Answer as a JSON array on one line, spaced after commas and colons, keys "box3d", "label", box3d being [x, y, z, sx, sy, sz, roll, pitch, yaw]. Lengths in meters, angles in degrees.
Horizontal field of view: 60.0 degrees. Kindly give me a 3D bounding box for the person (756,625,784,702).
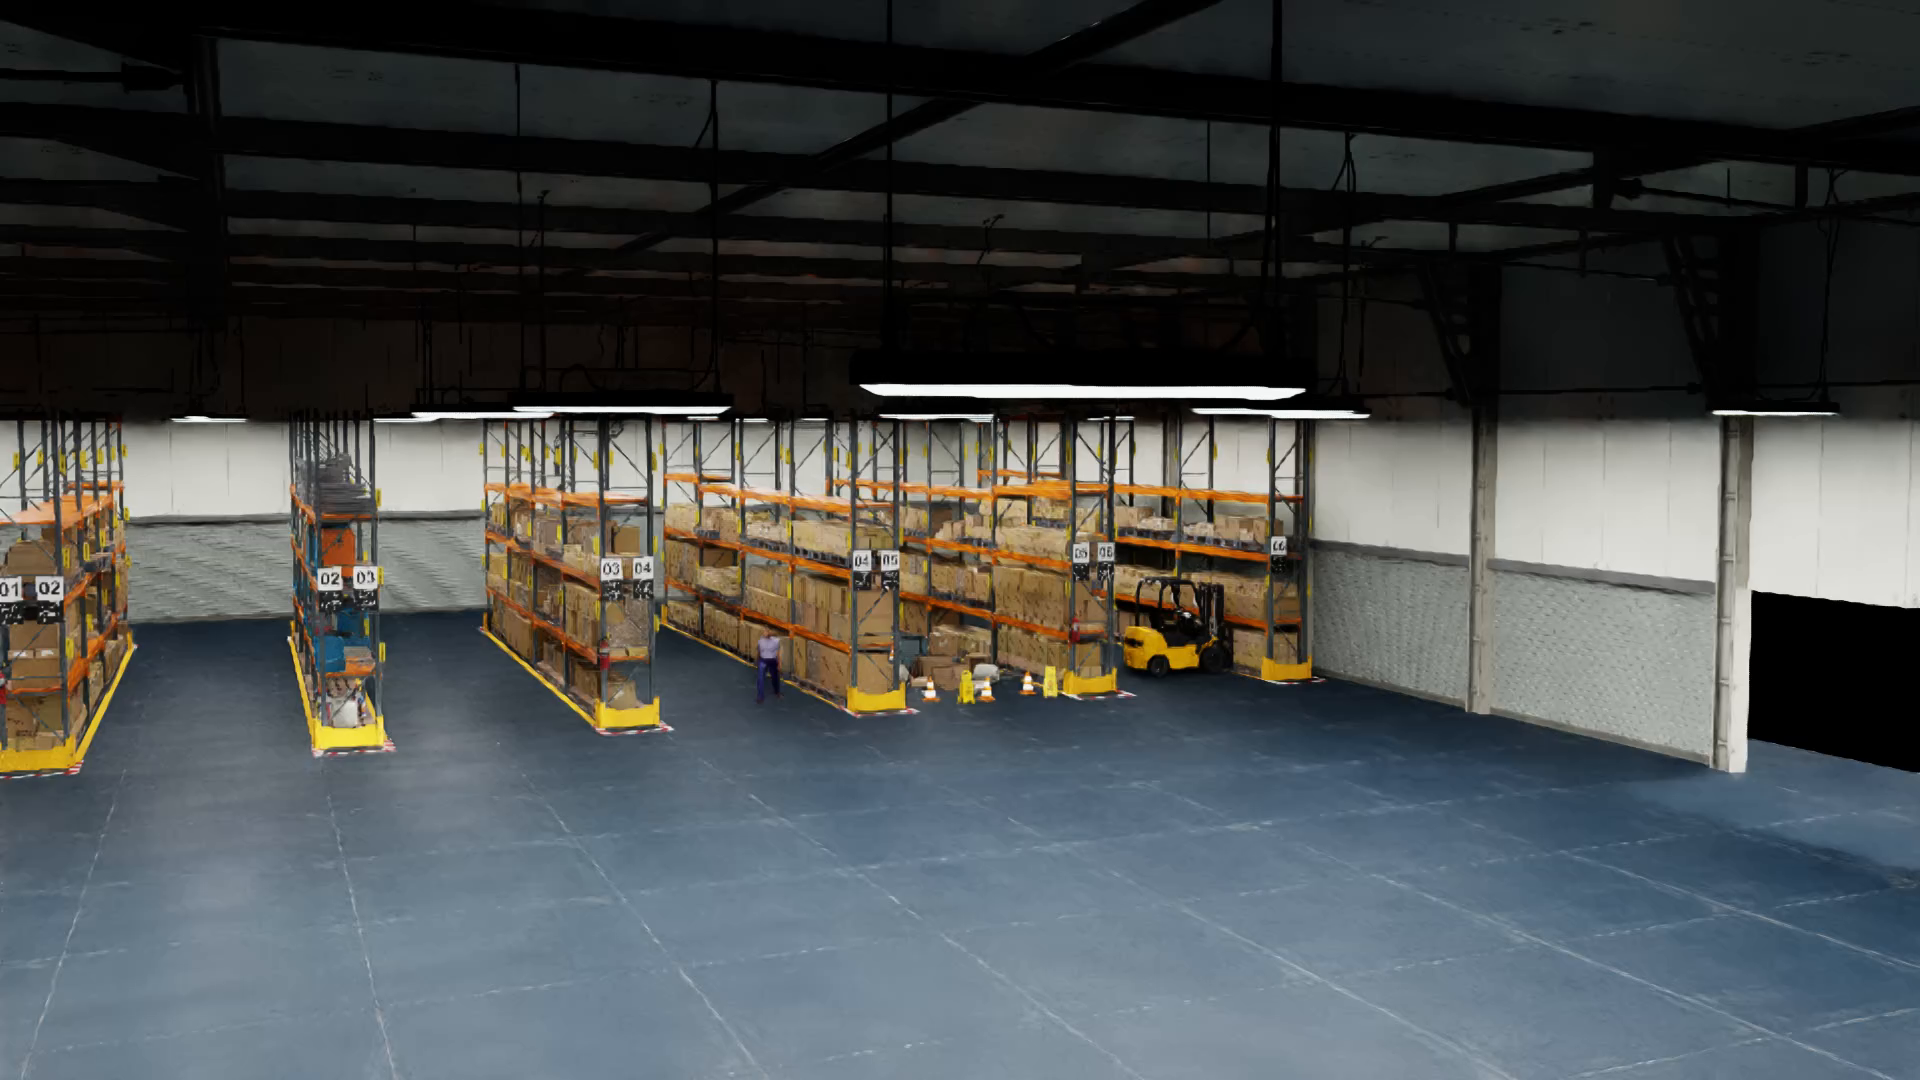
[{"box3d": [-3.932, 2.528, 34.299, 0.531, 1.584, 0.941, 0, 4, -2], "label": "person"}]
